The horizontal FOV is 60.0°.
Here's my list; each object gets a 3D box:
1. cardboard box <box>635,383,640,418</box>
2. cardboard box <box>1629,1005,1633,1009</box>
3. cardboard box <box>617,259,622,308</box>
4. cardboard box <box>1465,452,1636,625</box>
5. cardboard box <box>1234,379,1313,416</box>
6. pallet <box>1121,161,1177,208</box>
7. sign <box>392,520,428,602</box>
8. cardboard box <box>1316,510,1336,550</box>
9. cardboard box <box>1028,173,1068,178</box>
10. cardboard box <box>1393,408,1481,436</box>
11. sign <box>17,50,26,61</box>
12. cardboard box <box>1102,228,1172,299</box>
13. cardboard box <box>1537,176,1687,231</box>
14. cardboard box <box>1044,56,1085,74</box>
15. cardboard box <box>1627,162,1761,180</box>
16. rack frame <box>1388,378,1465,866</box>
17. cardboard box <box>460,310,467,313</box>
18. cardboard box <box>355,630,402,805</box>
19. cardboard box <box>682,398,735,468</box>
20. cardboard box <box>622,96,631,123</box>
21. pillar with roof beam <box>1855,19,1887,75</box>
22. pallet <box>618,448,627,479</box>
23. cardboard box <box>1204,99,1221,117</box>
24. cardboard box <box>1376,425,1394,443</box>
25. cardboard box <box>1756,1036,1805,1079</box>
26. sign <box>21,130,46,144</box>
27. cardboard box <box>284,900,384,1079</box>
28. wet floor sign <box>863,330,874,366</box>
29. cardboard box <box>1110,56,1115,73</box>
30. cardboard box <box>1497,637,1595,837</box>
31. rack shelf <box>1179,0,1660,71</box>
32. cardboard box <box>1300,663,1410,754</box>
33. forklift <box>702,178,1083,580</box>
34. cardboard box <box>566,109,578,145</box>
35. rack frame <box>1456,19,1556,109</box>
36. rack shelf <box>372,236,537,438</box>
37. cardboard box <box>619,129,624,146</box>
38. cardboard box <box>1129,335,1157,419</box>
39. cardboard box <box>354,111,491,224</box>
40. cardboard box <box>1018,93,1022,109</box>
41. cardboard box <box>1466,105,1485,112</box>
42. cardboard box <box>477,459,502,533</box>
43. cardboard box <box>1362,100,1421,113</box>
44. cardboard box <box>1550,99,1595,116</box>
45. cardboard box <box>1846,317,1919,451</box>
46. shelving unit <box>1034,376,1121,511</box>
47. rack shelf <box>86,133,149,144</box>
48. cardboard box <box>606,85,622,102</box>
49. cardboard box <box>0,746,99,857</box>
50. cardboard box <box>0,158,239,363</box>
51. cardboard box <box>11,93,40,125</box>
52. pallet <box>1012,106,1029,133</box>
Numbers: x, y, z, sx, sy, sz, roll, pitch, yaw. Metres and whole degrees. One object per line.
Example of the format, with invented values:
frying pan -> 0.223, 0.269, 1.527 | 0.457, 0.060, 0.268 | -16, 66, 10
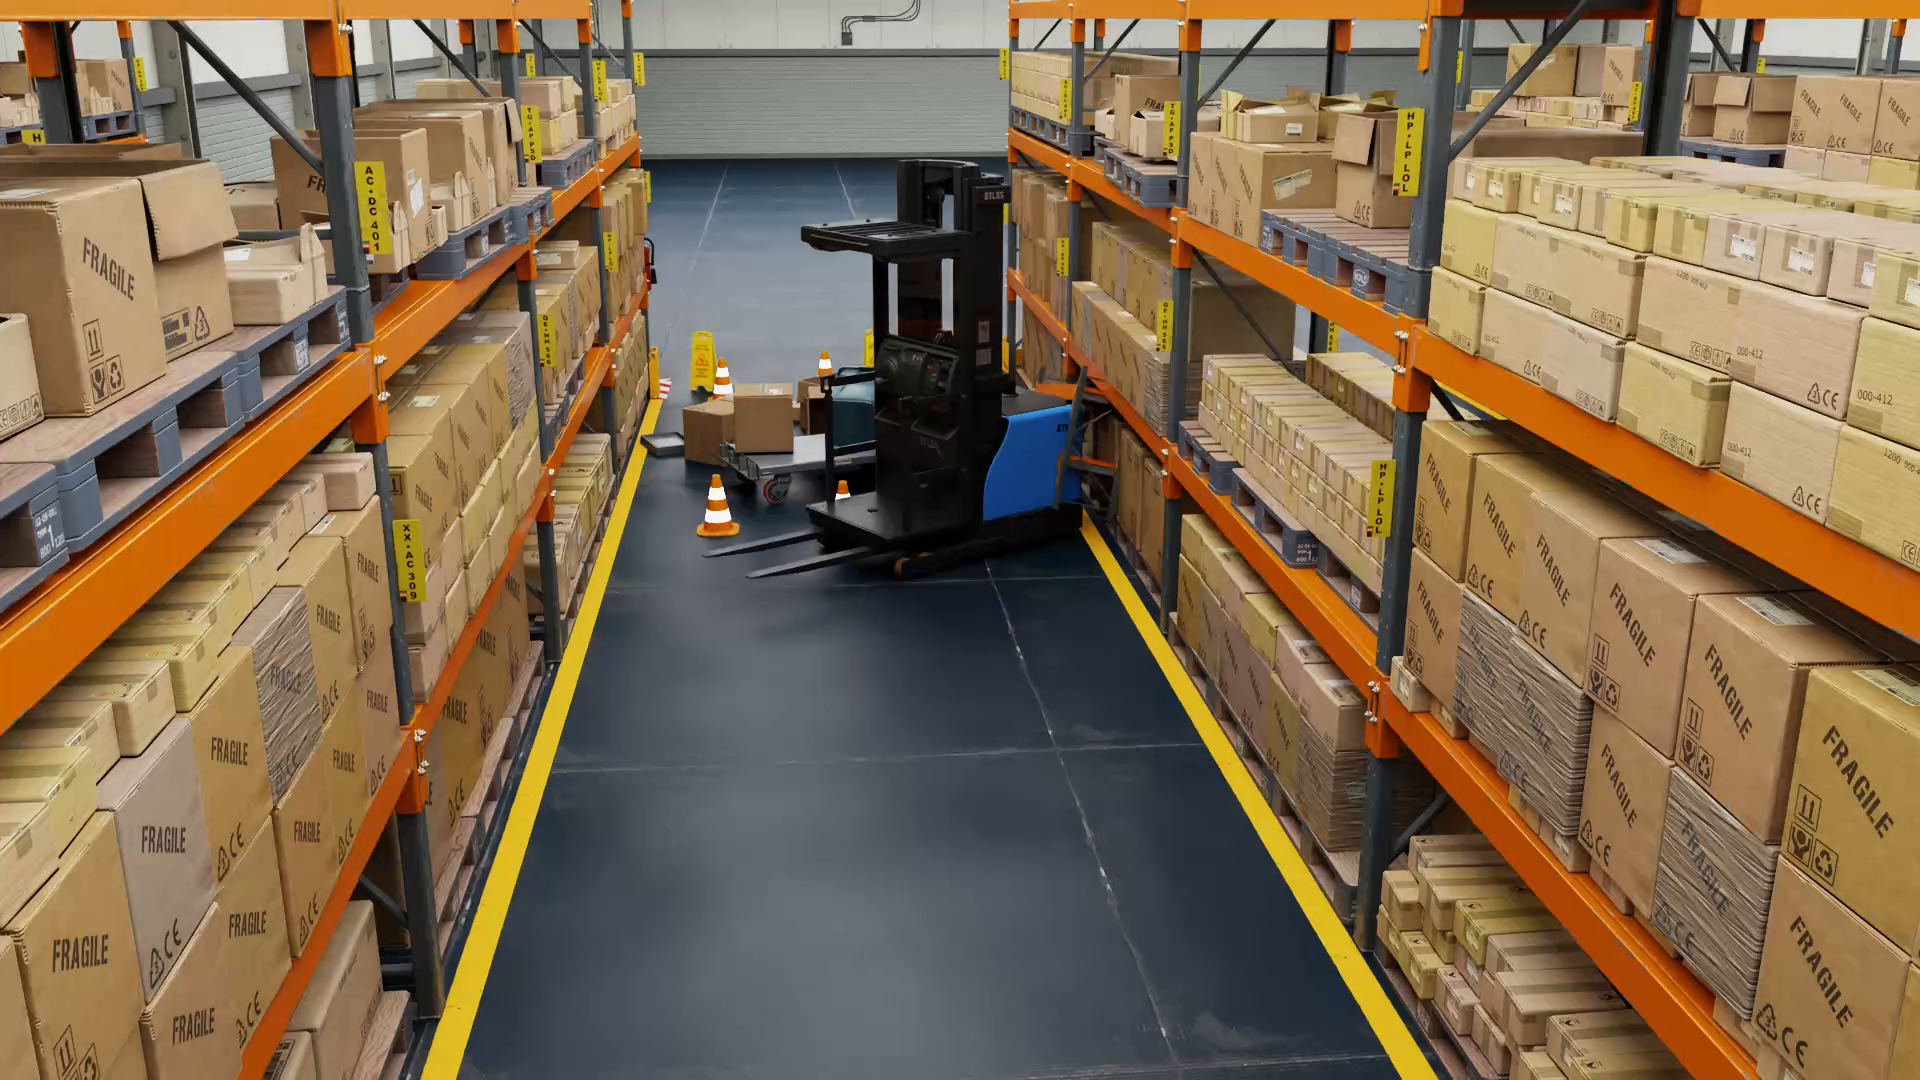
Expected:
cardboard box -> -3.429, -1.372, 16.429 | 0.500, 0.250, 0.500 | -2, 18, -8
cardboard box -> 2.754, 1.979, 5.677 | 0.473, 0.297, 1.109 | -1, 17, -4
cardboard box -> -3.315, -2.313, 14.872 | 0.500, 0.500, 0.500 | -2, 18, -6
cardboard box -> 2.139, -0.005, 5.852 | 0.500, 0.500, 0.500 | -2, 18, -7
cardboard box -> 1.787, -0.814, 9.488 | 0.380, 0.149, 0.250 | -3, 18, -8
pallet -> 1.734, -2.357, 10.984 | 1.213, 0.211, 1.003 | -1, 17, -3
sign -> -2.095, 0.081, 6.335 | 0.100, 0.325, 0.005 | -2, 18, -6
cardboard box -> 1.952, -0.053, 8.057 | 0.380, 0.149, 0.250 | -3, 18, -8
cardboard box -> 1.177, -3.523, 17.339 | 0.875, 0.550, 0.550 | -2, 18, -6
cardboard box -> 2.517, -0.595, 8.791 | 0.380, 0.149, 0.250 | -1, 17, -4
sign -> -9.374, -4.742, 16.676 | 0.100, 0.325, 0.005 | -2, 18, -6
cardboard box -> 1.553, -2.241, 13.472 | 0.700, 0.500, 0.500 | -2, 18, -7
cardboard box -> 2.114, -1.094, 5.397 | 0.387, 0.149, 0.261 | -2, 18, -6
cardboard box -> 0.981, -4.358, 15.264 | 0.380, 0.149, 0.250 | -2, 18, -5
cardboard box -> 2.608, -1.259, 5.922 | 0.380, 0.149, 0.250 | -1, 17, -4
rack frame -> 2.269, 0.366, 7.004 | 0.949, 2.616, 0.053 | -2, 18, -6
cardboard box -> -3.383, -1.160, 10.498 | 0.500, 0.500, 0.500 | -2, 18, -7
cardboard box -> -2.345, 0.632, 5.991 | 0.500, 0.500, 0.500 | -2, 18, -5
cardboard box -> -2.229, -1.004, 15.537 | 0.500, 0.500, 0.500 | 11, 21, 32
cardboard box -> -3.527, -4.233, 16.399 | 0.500, 0.250, 0.500 | -2, 18, -6
pillar with roof beam -> 15.547, -11.702, 35.427 | 9.100, 9.000, 0.400 | -2, 18, -6
pallet -> -3.577, -0.703, 15.064 | 1.003, 0.211, 1.213 | -2, 18, -6
cardboard box -> 1.887, -2.984, 11.947 | 0.553, 0.311, 1.537 | -2, 18, -8
cardboard box -> 2.493, -0.531, 9.082 | 0.380, 0.149, 0.250 | -1, 17, -4
cardboard box -> 2.285, 1.364, 4.243 | 0.380, 0.149, 0.250 | -1, 17, -4
sign -> 3.789, -2.487, 10.383 | 14.955, 0.737, 8.025 | -2, 18, -6
cardboard box -> -2.689, 1.761, 6.135 | 0.875, 0.438, 0.875 | -2, 18, -6
wet floor sign -> -0.944, -2.033, 18.577 | 0.267, 0.644, 0.232 | -5, 18, -15
cardboard box -> 1.609, -4.455, 15.573 | 0.380, 0.149, 0.250 | -2, 18, -6
cardboard box -> 4.695, -0.494, 6.473 | 5.883, 2.061, 2.375 | -2, 18, -7
rack shelf -> 2.060, -2.558, 8.171 | 1.077, 0.370, 4.000 | -2, 18, -6
cardboard box -> 1.938, 0.786, 7.885 | 0.500, 0.250, 0.500 | -2, 18, -7
forklift -> -0.489, -1.240, 12.380 | 3.031, 2.843, 1.129 | -13, 22, -36
cardboard box -> -3.268, -3.225, 12.983 | 0.500, 0.250, 0.500 | -2, 18, -7
rack frame -> 5.972, -6.195, 17.885 | 1.000, 3.000, 0.127 | -2, 18, -6
rack shelf -> -2.853, -1.135, 7.977 | 1.077, 0.370, 4.000 | -2, 18, -6
cardboard box -> -3.367, -3.784, 15.633 | 0.380, 0.149, 0.250 | -2, 18, -6
cardboard box -> 1.490, -1.148, 11.659 | 0.500, 0.500, 0.500 | -2, 18, -6
cardboard box -> -2.589, -1.806, 8.045 | 0.500, 0.500, 0.500 | -2, 18, -5
cardboard box -> 0.797, -4.506, 17.066 | 0.380, 0.149, 0.250 | -2, 18, -5
cardboard box -> 5.765, -4.540, 17.874 | 0.500, 0.250, 0.500 | -1, 17, -4
cardboard box -> -2.573, -0.214, 8.267 | 0.500, 0.250, 0.500 | -2, 18, -7
cardboard box -> 2.307, -2.175, 8.644 | 0.396, 0.266, 0.258 | -2, 18, -6
cardboard box -> 5.923, -4.171, 16.032 | 0.380, 0.149, 0.250 | -1, 17, -3
cardboard box -> 2.324, -0.322, 3.603 | 0.500, 0.250, 0.500 | -2, 18, -7
shelving unit -> 0.923, -0.791, 13.341 | 0.538, 0.981, 1.030 | 11, 2, -17
rack shelf -> -8.615, -3.364, 15.077 | 1.077, 0.370, 4.000 | -2, 18, -6
cardboard box -> -3.365, -4.170, 15.534 | 0.380, 0.149, 0.250 | -1, 17, -4
cardboard box -> -2.051, 0.557, 3.475 | 0.380, 0.149, 0.250 | -2, 18, -7
cardboard box -> -2.476, -0.779, 4.601 | 0.797, 0.503, 0.637 | 0, 17, -1
cardboard box -> -8.260, -3.747, 14.452 | 0.396, 0.266, 0.258 | -2, 18, -7
pallet -> 1.115, -4.377, 17.253 | 1.003, 0.211, 1.213 | -2, 18, -6
